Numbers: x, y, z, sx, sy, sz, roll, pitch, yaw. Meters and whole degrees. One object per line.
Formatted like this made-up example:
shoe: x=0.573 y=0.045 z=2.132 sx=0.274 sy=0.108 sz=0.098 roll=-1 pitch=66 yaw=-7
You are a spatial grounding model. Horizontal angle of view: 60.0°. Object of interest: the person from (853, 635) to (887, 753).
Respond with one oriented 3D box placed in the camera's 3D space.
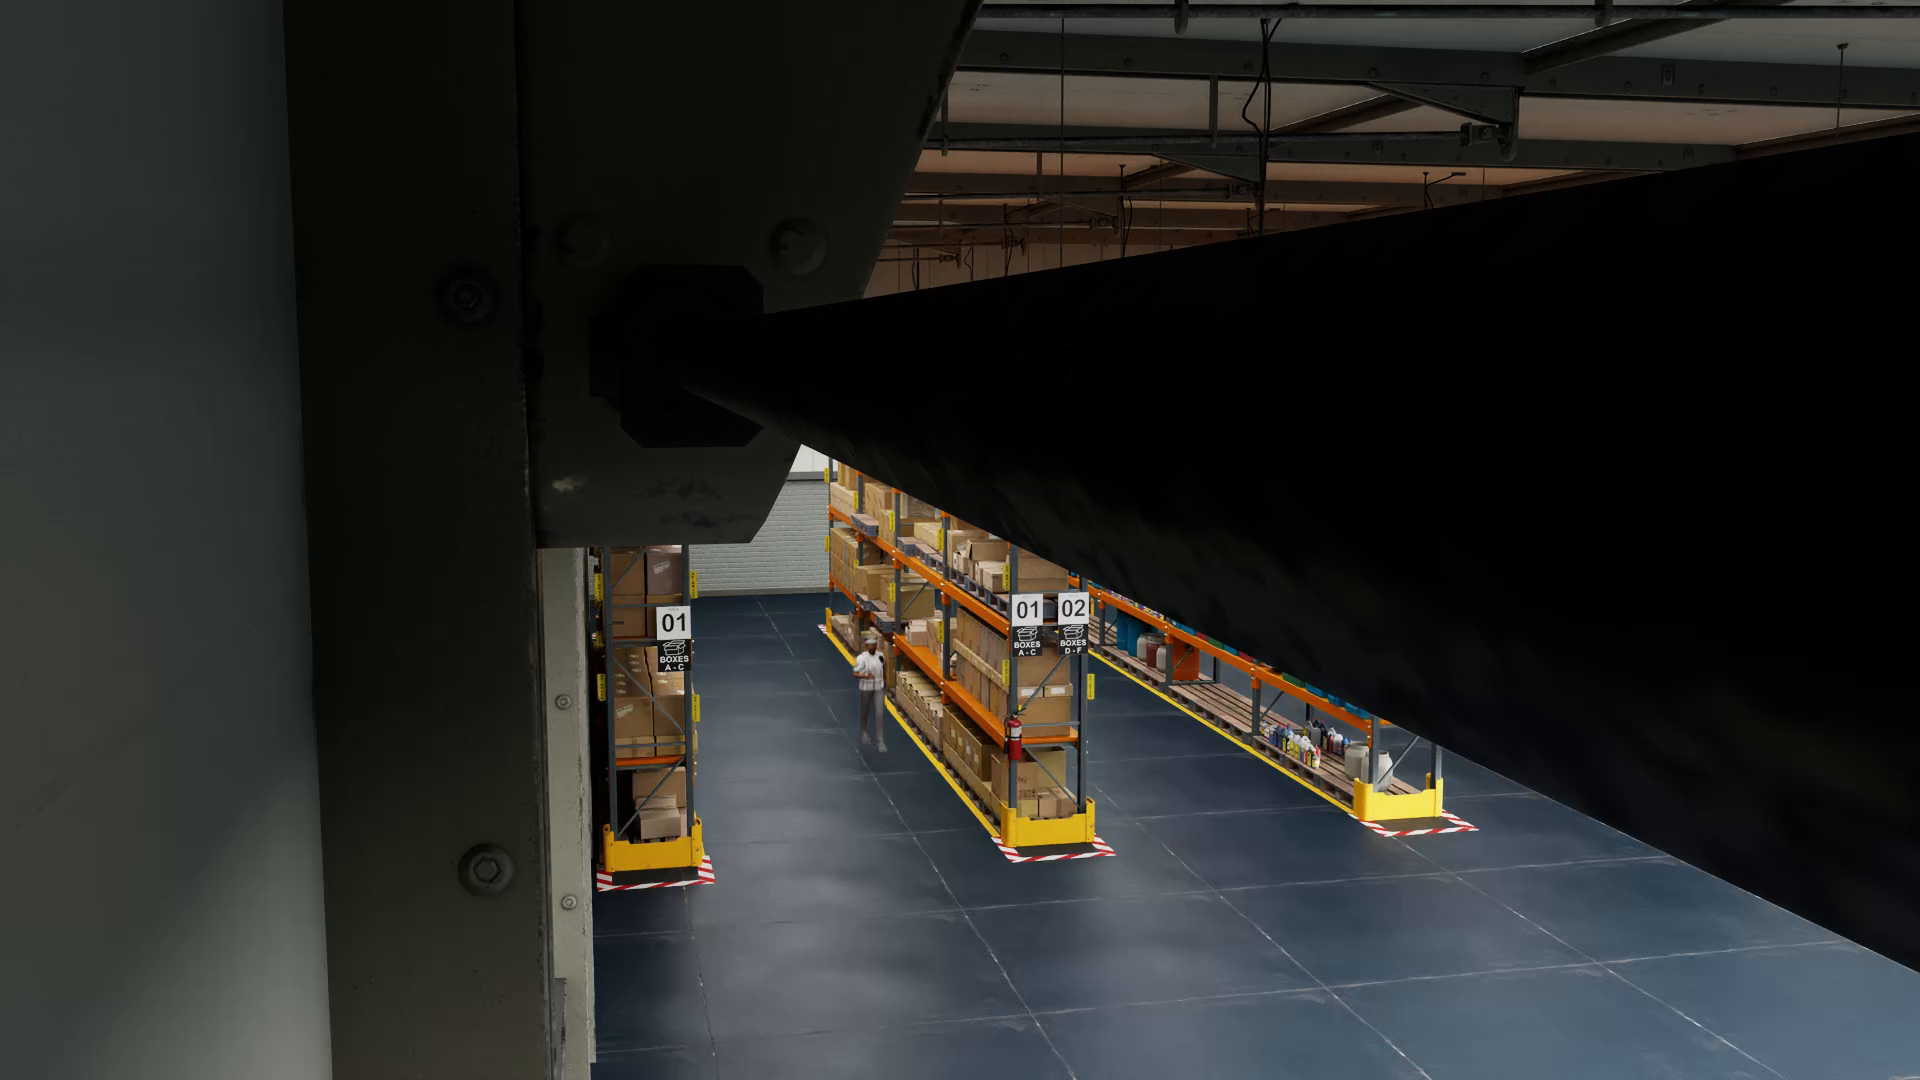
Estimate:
person: x=-1.335 y=2.261 z=24.938 sx=0.552 sy=1.727 sz=0.849 roll=-2 pitch=7 yaw=-17
